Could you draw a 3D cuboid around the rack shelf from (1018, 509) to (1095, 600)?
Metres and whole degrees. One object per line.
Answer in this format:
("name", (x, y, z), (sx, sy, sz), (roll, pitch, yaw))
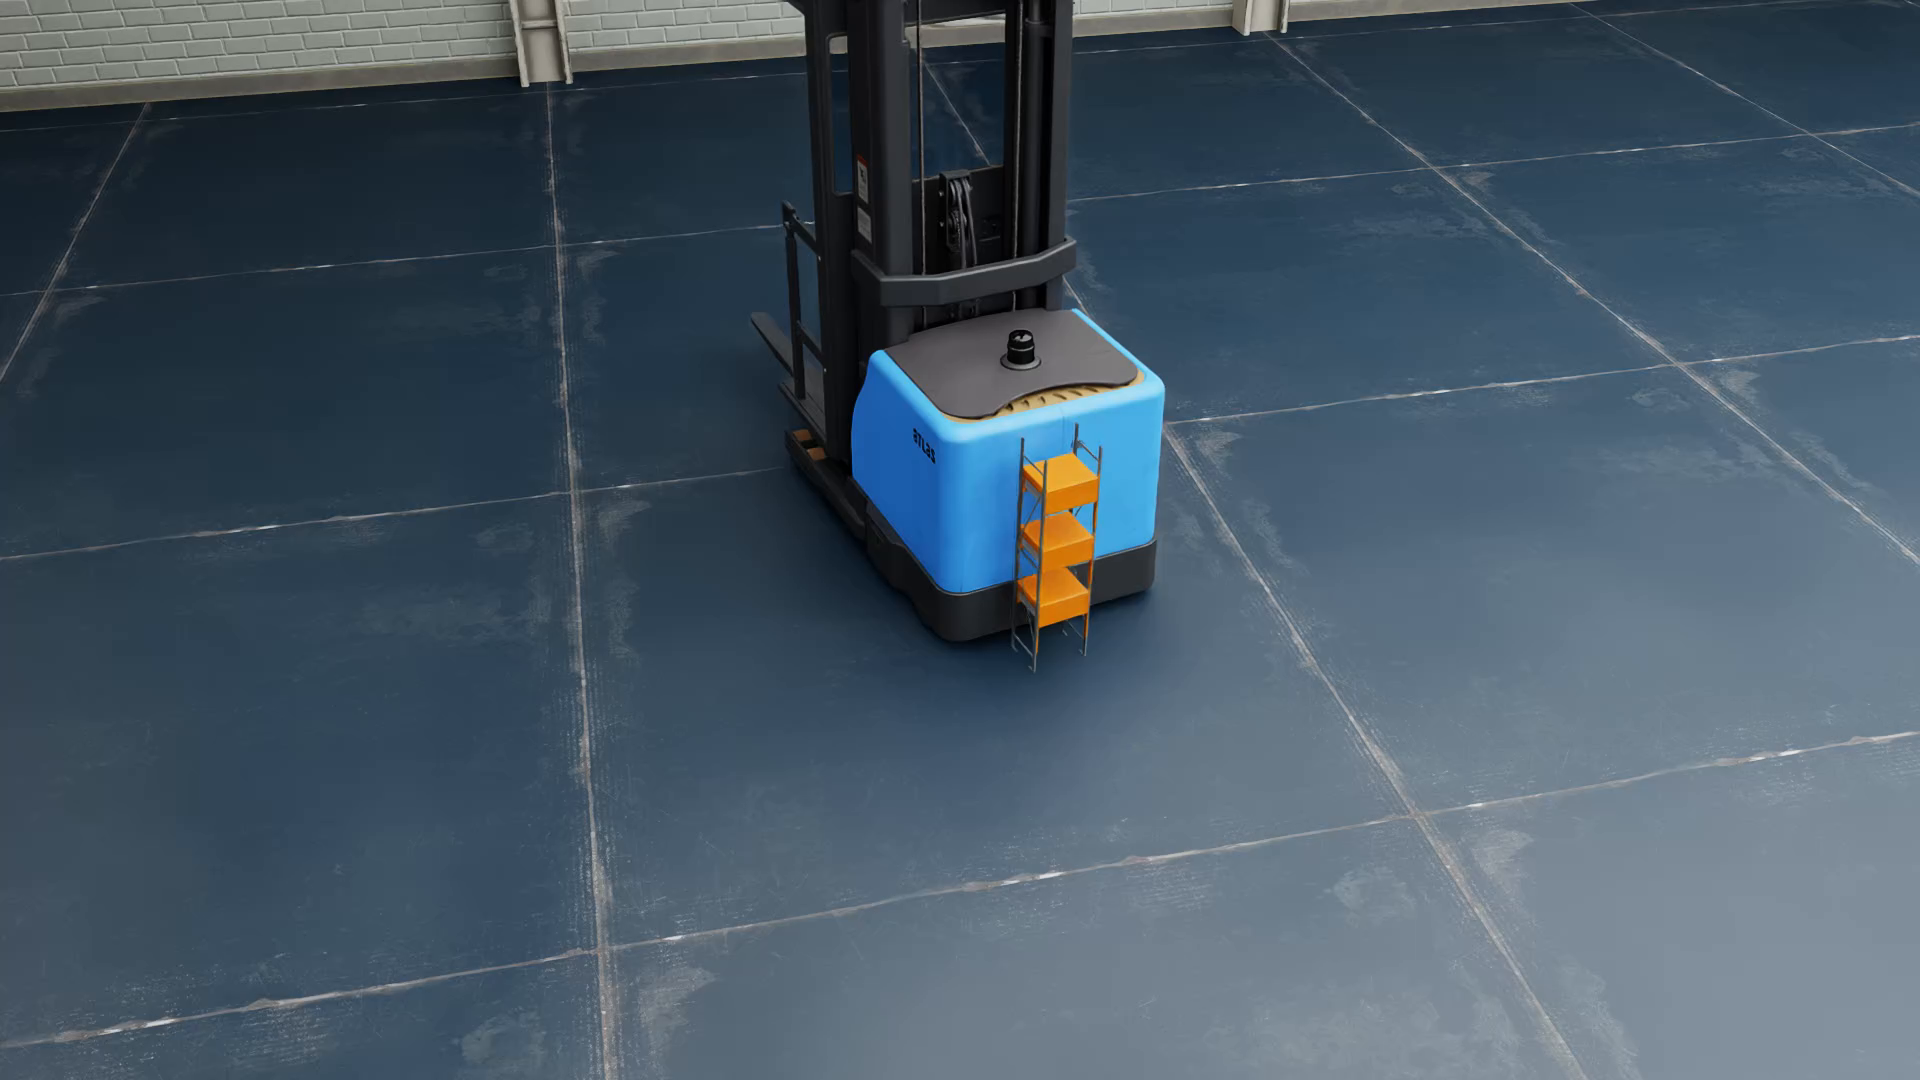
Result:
("rack shelf", (0.383, 0.054, 6.738), (0.240, 0.259, 0.215), (-16, 40, -22))

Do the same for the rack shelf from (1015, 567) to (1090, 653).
("rack shelf", (0.378, 0.278, 6.902), (0.240, 0.259, 0.215), (-16, 40, -22))

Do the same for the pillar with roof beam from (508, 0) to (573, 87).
("pillar with roof beam", (-2.332, -5.061, 7.216), (0.400, 9.000, 9.100), (-7, 35, -11))

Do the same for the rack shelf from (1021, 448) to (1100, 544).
("rack shelf", (0.389, -0.176, 6.571), (0.240, 0.259, 0.215), (-16, 40, -22))

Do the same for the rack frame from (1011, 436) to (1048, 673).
("rack frame", (0.275, 0.076, 6.686), (0.008, 1.050, 0.200), (-16, 40, -22))

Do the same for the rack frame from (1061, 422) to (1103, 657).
("rack frame", (0.492, 0.014, 6.778), (0.008, 1.050, 0.200), (-16, 40, -22))

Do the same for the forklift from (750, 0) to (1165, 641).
("forklift", (-0.220, -1.600, 7.504), (1.130, 2.935, 3.031), (-15, 37, -21))

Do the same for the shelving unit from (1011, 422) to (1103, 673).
("shelving unit", (0.383, 0.045, 6.732), (0.252, 1.050, 0.215), (-16, 40, -22))

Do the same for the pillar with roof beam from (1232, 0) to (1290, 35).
("pillar with roof beam", (3.520, -5.799, 8.315), (0.400, 9.000, 9.100), (-7, 35, -11))
